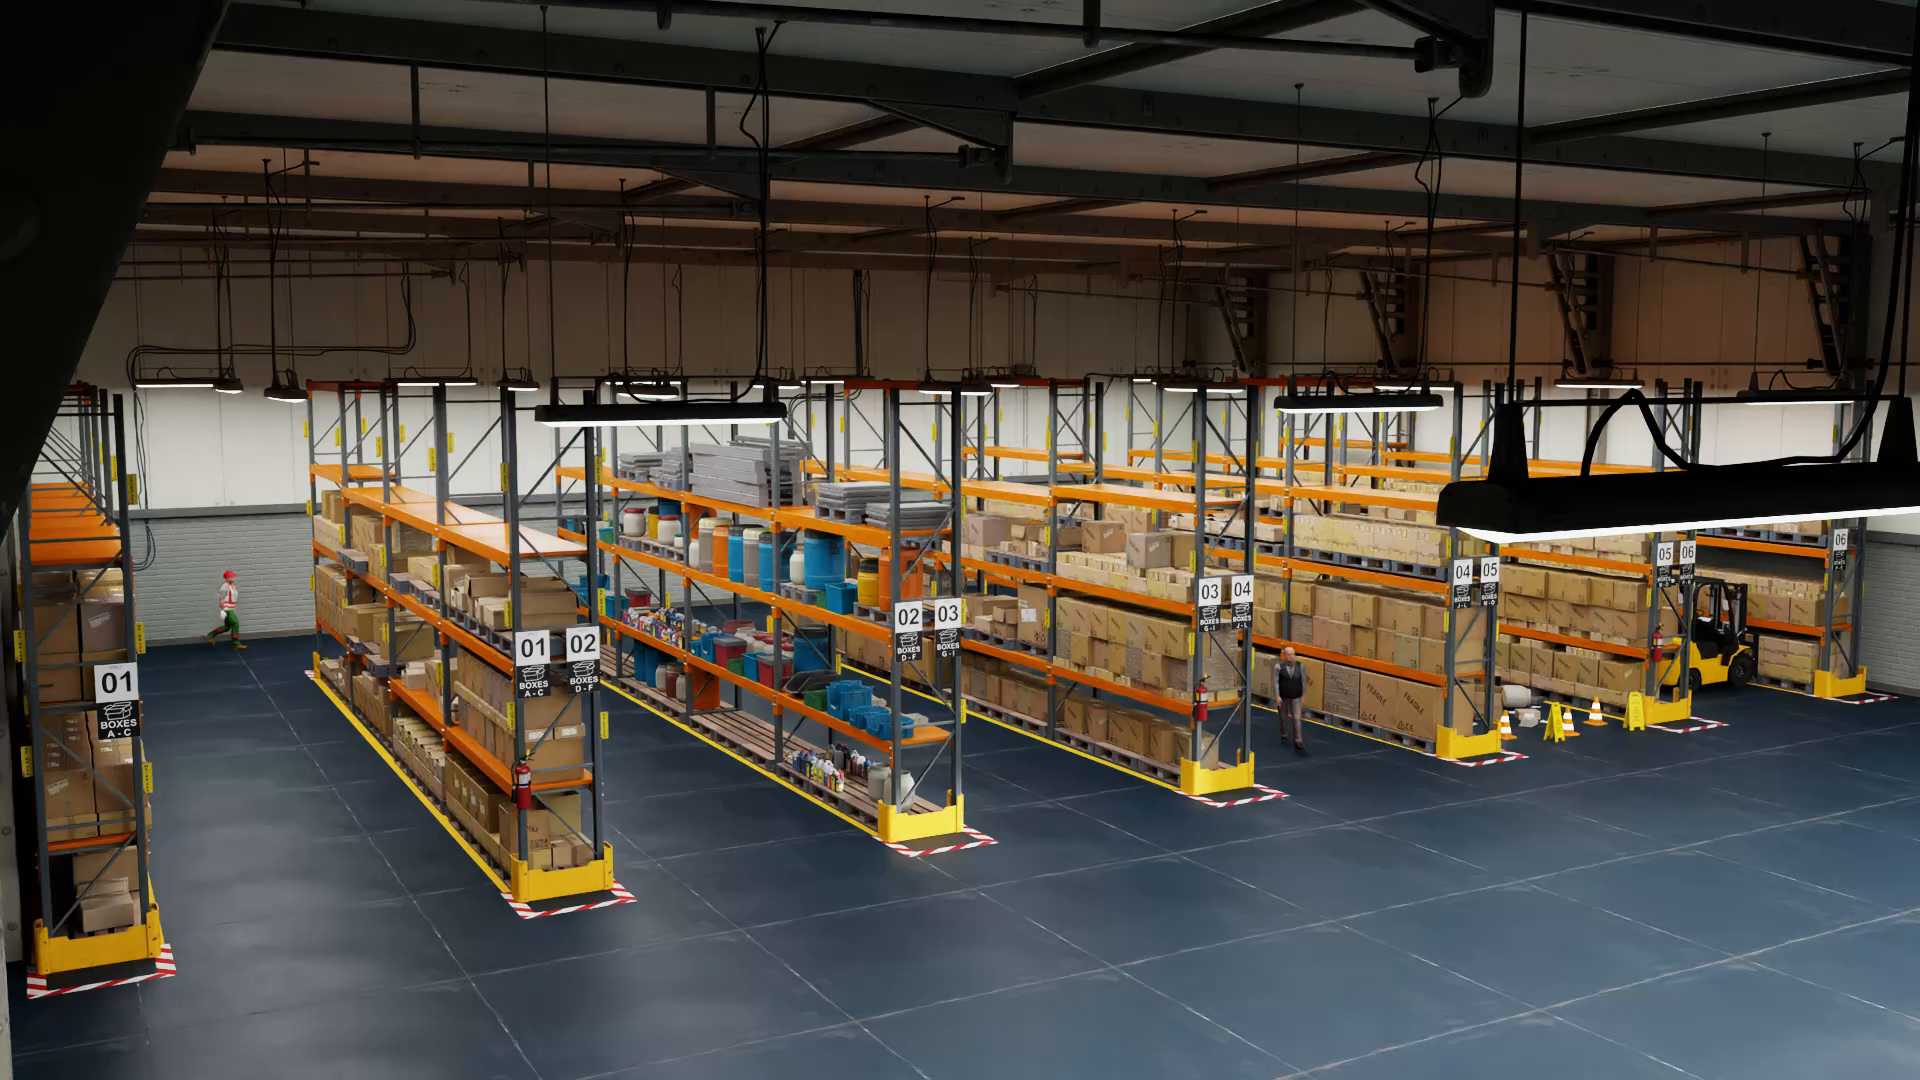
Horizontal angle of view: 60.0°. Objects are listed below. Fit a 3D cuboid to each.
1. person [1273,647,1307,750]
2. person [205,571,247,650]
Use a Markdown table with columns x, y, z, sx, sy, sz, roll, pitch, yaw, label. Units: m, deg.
| x | y | z | sx | sy | sz | roll | pitch | yaw | label |
| --- | --- | --- | --- | --- | --- | --- | --- | --- | --- |
| 5.394 | 2.583 | 27.210 | 0.558 | 1.669 | 1.043 | 1 | 6 | 11 | person |
| -16.251 | 1.547 | 36.774 | 0.933 | 1.757 | 0.538 | -1 | 6 | -7 | person |
